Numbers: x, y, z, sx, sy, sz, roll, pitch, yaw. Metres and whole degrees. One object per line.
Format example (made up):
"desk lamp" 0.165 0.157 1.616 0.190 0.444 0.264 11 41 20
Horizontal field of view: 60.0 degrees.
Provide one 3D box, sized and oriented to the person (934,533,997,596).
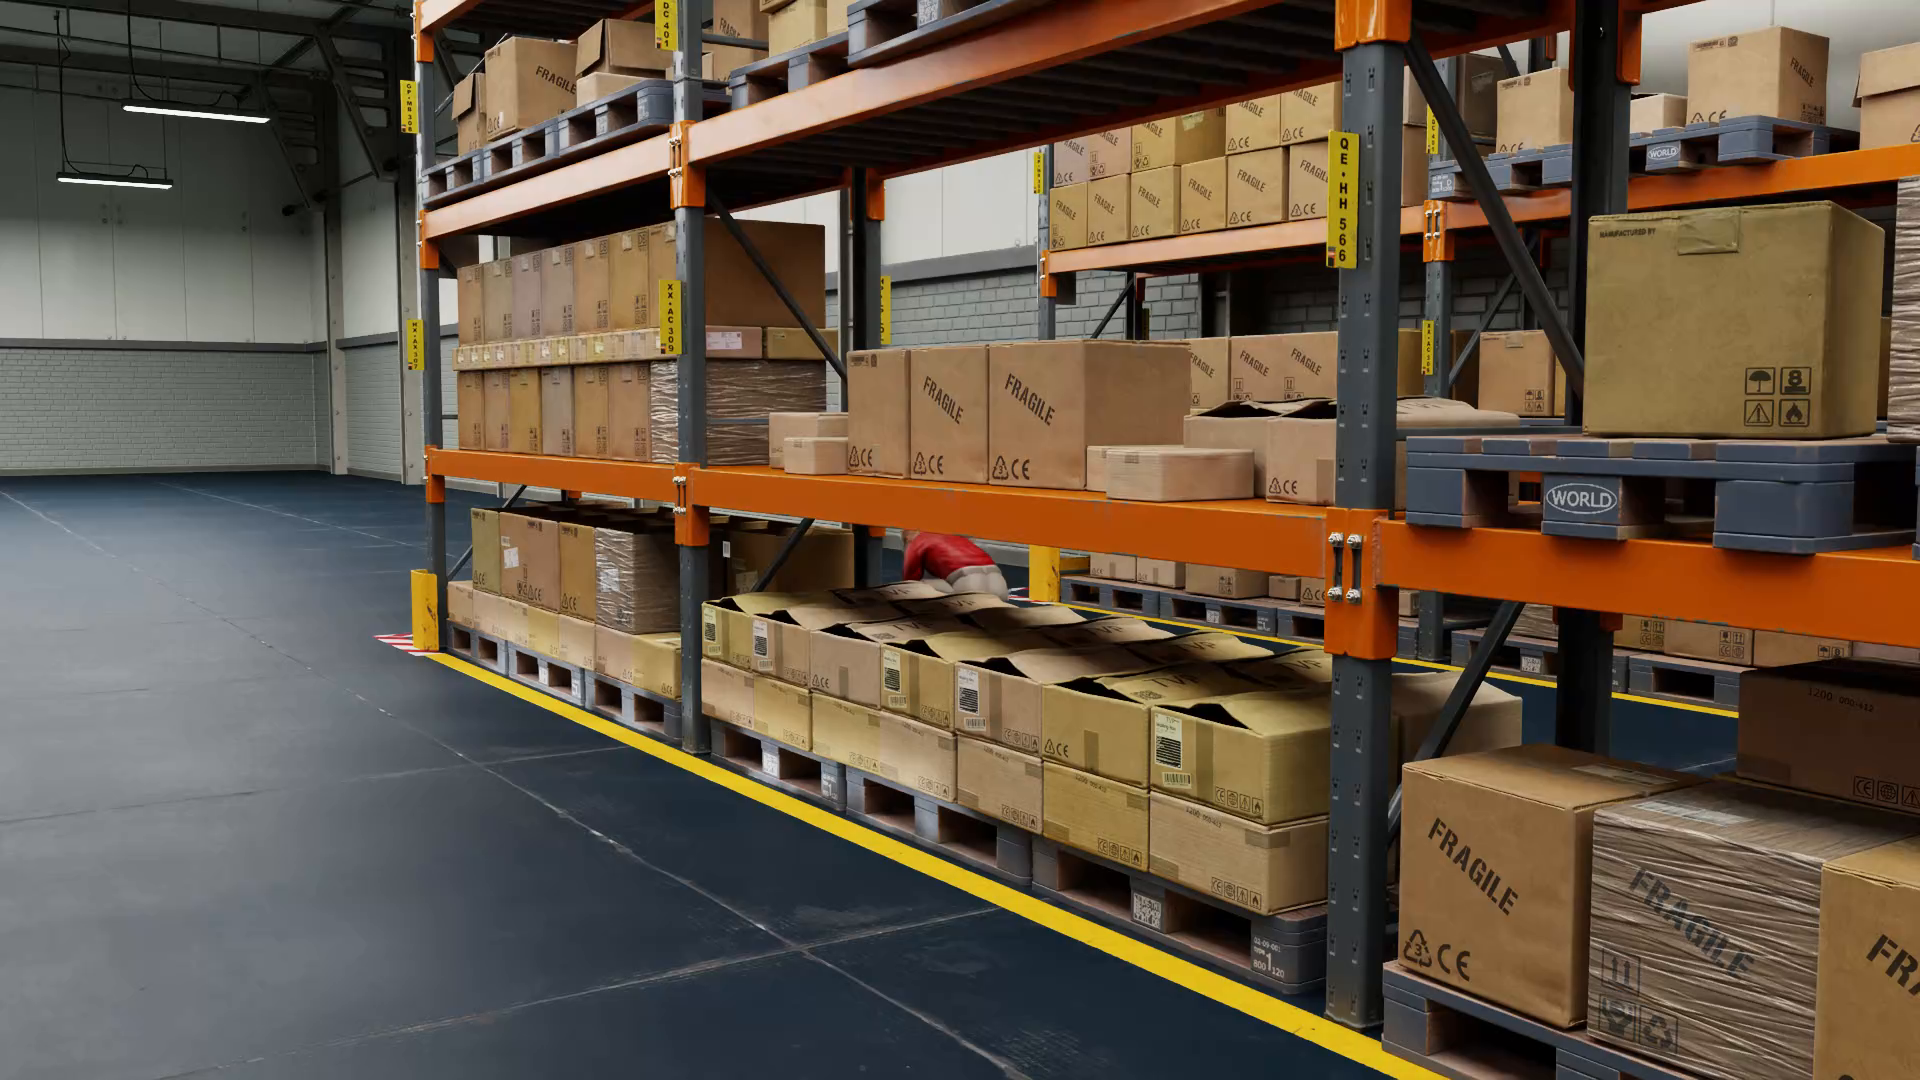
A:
"person" -0.020 -0.153 10.881 0.490 1.725 0.546 -3 6 -34
